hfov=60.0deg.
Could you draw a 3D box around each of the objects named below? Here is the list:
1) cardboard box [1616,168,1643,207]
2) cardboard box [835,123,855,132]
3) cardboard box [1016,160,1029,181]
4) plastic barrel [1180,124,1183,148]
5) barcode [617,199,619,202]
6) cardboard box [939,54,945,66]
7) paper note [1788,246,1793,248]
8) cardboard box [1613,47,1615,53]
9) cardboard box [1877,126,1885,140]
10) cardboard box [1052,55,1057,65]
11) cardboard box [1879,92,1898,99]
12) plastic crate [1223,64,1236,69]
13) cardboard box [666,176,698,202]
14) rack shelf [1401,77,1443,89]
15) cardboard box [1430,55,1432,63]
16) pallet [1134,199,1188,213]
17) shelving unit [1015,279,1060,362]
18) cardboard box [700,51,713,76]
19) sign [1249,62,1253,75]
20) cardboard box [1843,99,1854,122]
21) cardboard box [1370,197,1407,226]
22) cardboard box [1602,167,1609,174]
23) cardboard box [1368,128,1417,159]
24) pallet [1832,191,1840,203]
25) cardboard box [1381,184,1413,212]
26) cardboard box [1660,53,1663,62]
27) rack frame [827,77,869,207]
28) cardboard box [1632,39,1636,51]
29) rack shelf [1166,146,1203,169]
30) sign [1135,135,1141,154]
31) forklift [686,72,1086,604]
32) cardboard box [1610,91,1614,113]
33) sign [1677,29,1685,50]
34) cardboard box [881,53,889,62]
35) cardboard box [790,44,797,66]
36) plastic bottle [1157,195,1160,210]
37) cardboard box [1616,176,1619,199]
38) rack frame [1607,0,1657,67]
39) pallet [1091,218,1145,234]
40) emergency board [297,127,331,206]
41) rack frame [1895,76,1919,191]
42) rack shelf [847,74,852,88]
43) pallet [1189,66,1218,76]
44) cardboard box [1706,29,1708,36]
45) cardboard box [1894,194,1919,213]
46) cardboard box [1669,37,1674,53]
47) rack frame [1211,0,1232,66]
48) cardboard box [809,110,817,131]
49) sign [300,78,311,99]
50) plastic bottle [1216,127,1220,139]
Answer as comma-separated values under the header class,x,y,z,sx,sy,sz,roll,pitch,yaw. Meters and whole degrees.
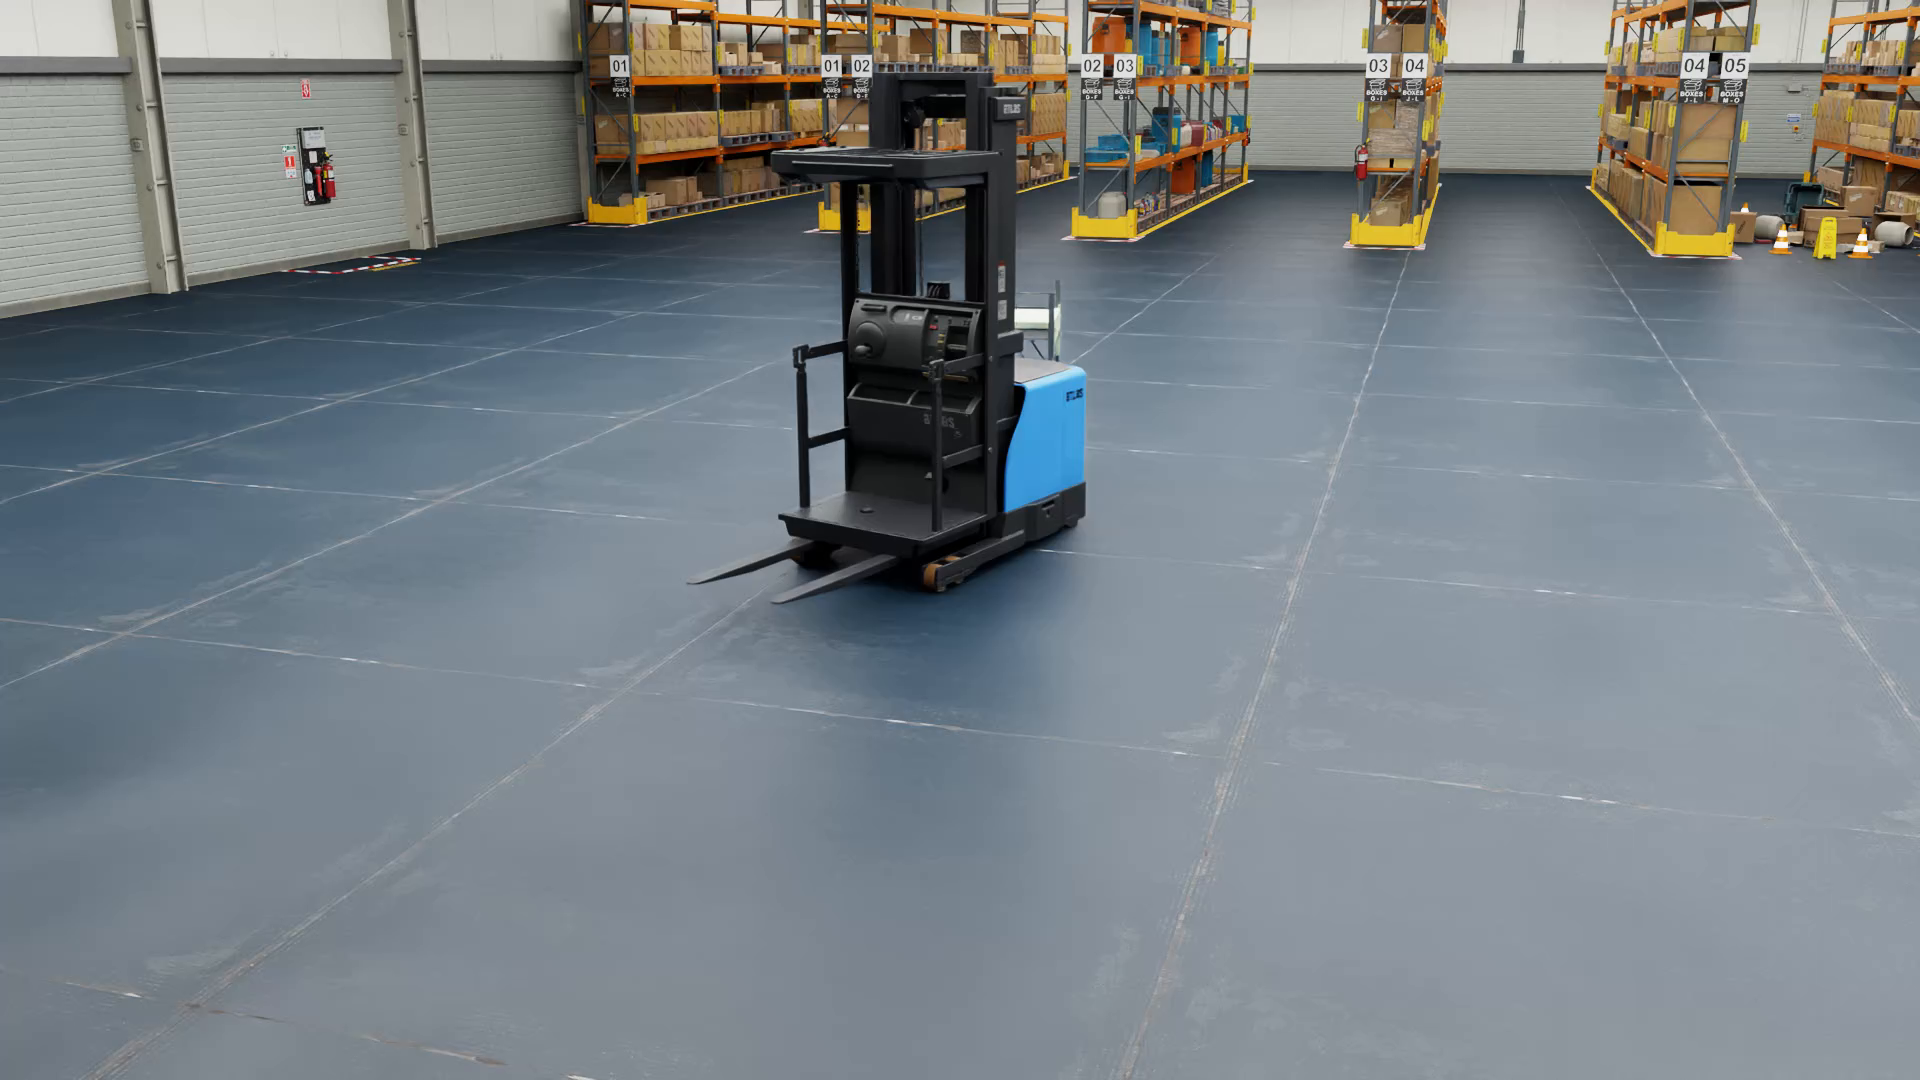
class,x,y,z,sx,sy,sz,roll,pitch,yaw
cardboard box,14.148,-7.249,34.241,1.050,0.750,0.750,4,16,15
cardboard box,-2.164,-7.843,31.613,0.380,0.149,0.250,4,16,15
cardboard box,1.455,-9.366,42.127,0.500,0.500,0.500,5,16,16
plastic barrel,4.486,-8.521,35.123,0.433,0.535,0.433,0,16,0
barcode,-6.936,-6.884,33.707,0.001,0.075,0.075,5,16,16
cardboard box,-0.615,-10.292,35.627,0.500,0.250,0.500,3,16,10
paper note,14.195,-5.027,28.499,0.144,0.017,0.142,11,19,35
cardboard box,15.926,-11.779,39.991,0.380,0.149,0.250,5,17,18
cardboard box,19.218,-8.373,34.211,0.500,0.250,0.500,4,16,14
cardboard box,2.268,-12.750,44.147,0.500,0.250,0.500,5,16,16
cardboard box,20.657,-9.874,36.940,0.380,0.149,0.250,4,16,15
plastic crate,6.684,-11.807,41.701,0.497,0.269,0.590,5,16,16
cardboard box,-5.960,-7.533,35.664,0.500,0.500,0.500,3,16,12
rack shelf,11.385,-11.359,41.201,1.077,0.370,4.000,5,16,16
cardboard box,8.523,-8.892,30.728,0.380,0.149,0.250,4,16,14
pallet,4.326,-7.217,35.887,1.003,0.211,1.213,5,16,16
shelving unit,0.478,-1.050,11.783,0.431,1.500,0.748,2,16,6
cardboard box,-5.611,-10.147,35.390,0.500,0.500,0.500,5,17,17
sign,7.737,-12.524,44.181,0.100,0.325,0.005,5,16,16
cardboard box,20.188,-9.644,37.319,0.500,0.500,0.500,4,16,15
cardboard box,7.737,-5.920,30.015,0.500,0.500,0.500,10,18,30
cardboard box,15.696,-8.905,40.091,0.380,0.149,0.250,4,16,14
cardboard box,7.590,-6.932,29.045,0.875,0.500,0.500,5,16,16
pallet,20.610,-7.822,38.019,1.003,0.211,1.213,5,16,16
cardboard box,9.406,-8.754,35.500,0.832,2.939,6.274,3,16,12
cardboard box,12.626,-8.540,29.450,0.380,0.149,0.250,4,16,15
rack frame,-2.093,-7.369,31.312,0.949,2.616,0.053,5,16,16
cardboard box,14.619,-10.605,35.638,0.396,0.266,0.258,5,16,16
rack shelf,2.048,-8.394,36.246,5.907,0.370,4.000,5,16,16
sign,3.184,-7.073,29.761,0.100,0.325,0.005,5,16,16
forklift,-0.397,-1.253,9.876,1.130,2.935,3.031,10,19,32
cardboard box,15.560,-10.280,39.013,0.500,0.500,0.500,4,16,14
sign,11.617,-8.065,26.792,0.100,0.325,0.005,5,16,16
cardboard box,-1.587,-9.254,31.896,0.380,0.149,0.250,5,16,16
cardboard box,-4.384,-11.821,40.524,0.700,0.500,0.500,4,16,13
plastic bottle,3.974,-6.783,33.419,0.061,0.283,0.133,5,17,19
cardboard box,14.495,-7.609,35.969,0.500,0.500,0.500,5,17,18
rack frame,16.681,-13.260,41.089,1.000,3.000,0.127,5,16,16
pallet,2.871,-5.878,31.164,1.003,0.211,1.213,5,16,16
emergency board,-9.935,-5.788,25.737,0.157,1.169,0.626,5,16,16
rack frame,19.185,-7.924,33.268,0.949,2.616,0.053,5,16,16
rack shelf,-2.862,-12.511,45.264,1.077,0.370,4.000,5,16,16
pallet,5.243,-10.621,37.627,1.003,0.211,1.213,5,16,16
cardboard box,13.185,-8.805,28.925,0.380,0.149,0.250,5,16,16
cardboard box,18.810,-6.521,32.369,0.950,0.372,0.625,4,16,15
cardboard box,12.291,-8.364,28.101,0.500,0.250,0.500,5,16,16
rack frame,6.068,-13.009,40.203,1.000,3.000,0.127,5,16,16
cardboard box,-3.884,-10.419,41.300,0.500,0.500,0.500,5,16,16
sign,-10.013,-6.909,25.444,0.001,0.298,0.199,5,16,16
plastic bottle,6.266,-9.935,40.587,0.152,0.276,0.135,5,16,16
